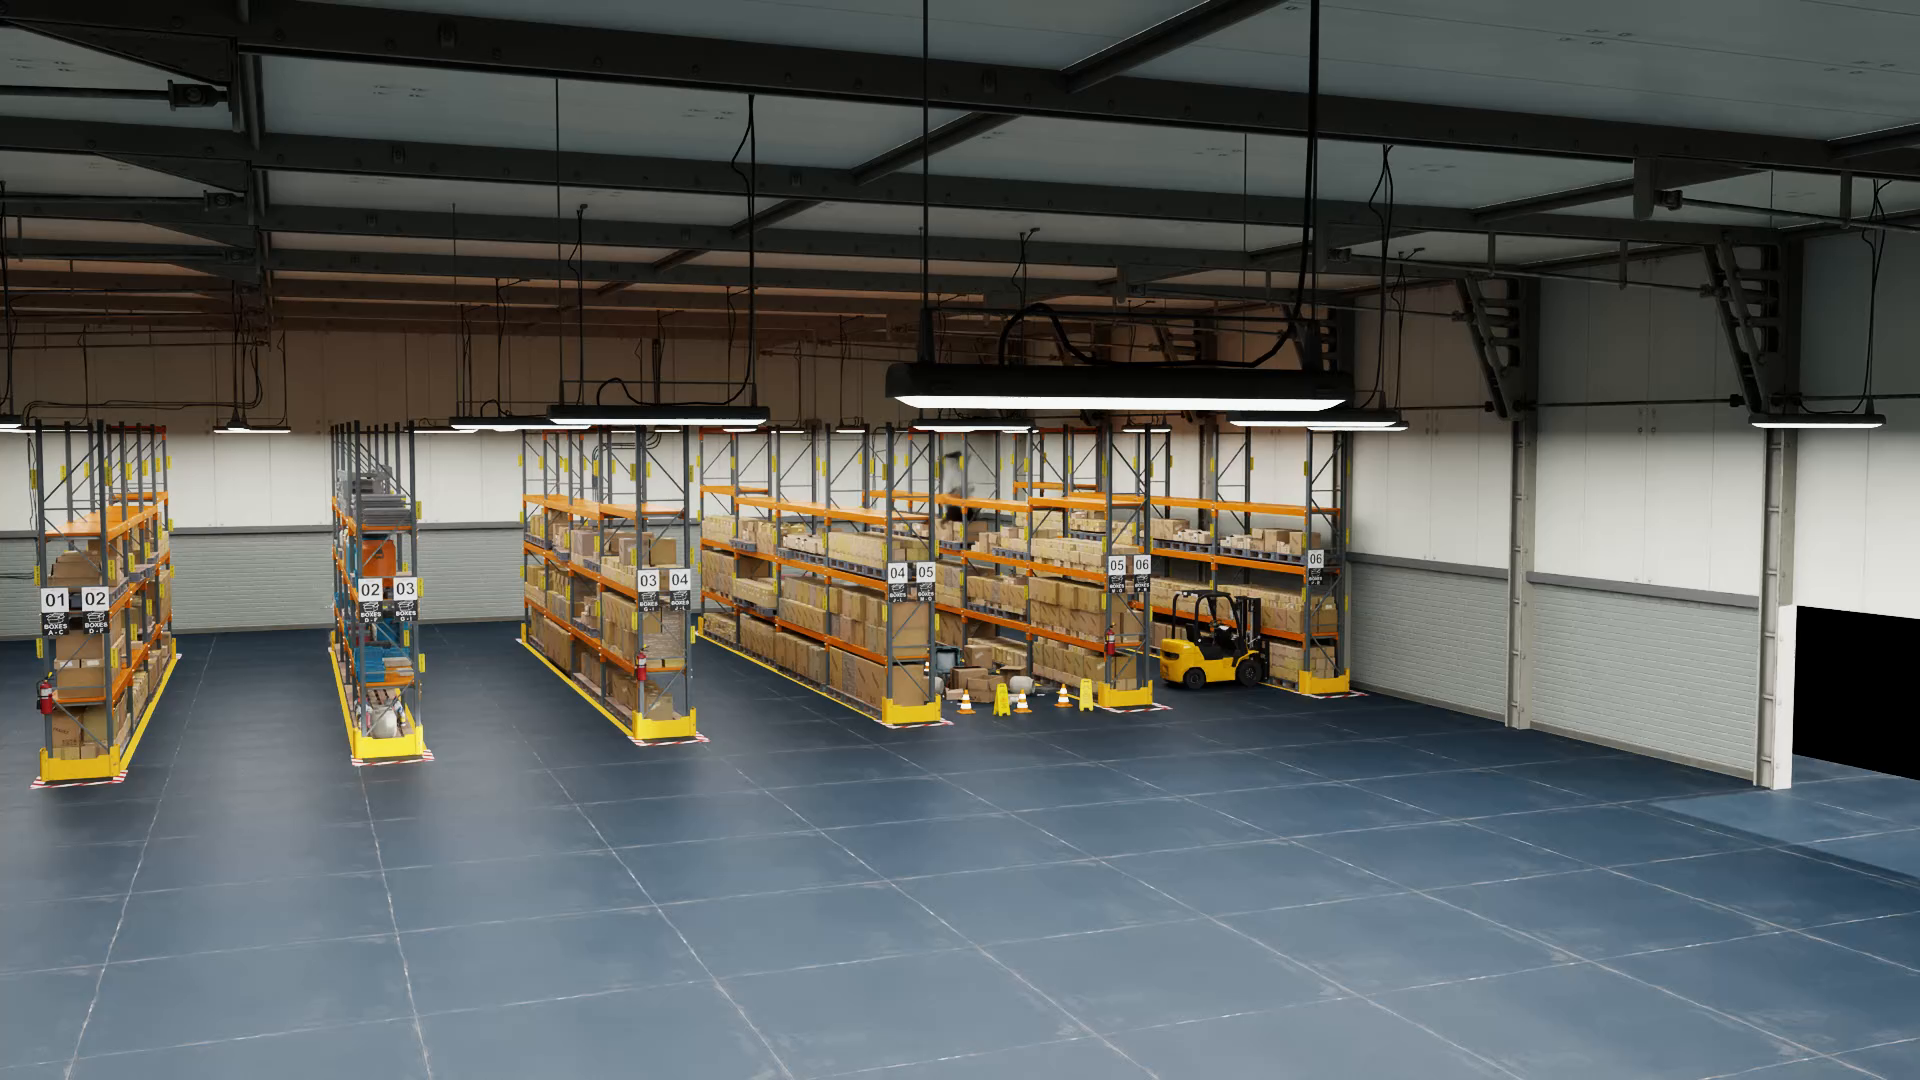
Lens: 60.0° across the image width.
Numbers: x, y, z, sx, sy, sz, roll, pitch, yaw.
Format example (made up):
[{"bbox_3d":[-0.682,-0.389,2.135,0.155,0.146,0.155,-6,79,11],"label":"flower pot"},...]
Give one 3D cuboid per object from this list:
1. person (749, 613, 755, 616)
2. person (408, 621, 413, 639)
[{"bbox_3d":[-6.006,1.791,49.133,0.533,1.726,0.716,2,4,31],"label":"person"},{"bbox_3d":[-15.730,1.938,47.097,0.573,1.751,0.827,0,4,5],"label":"person"}]
